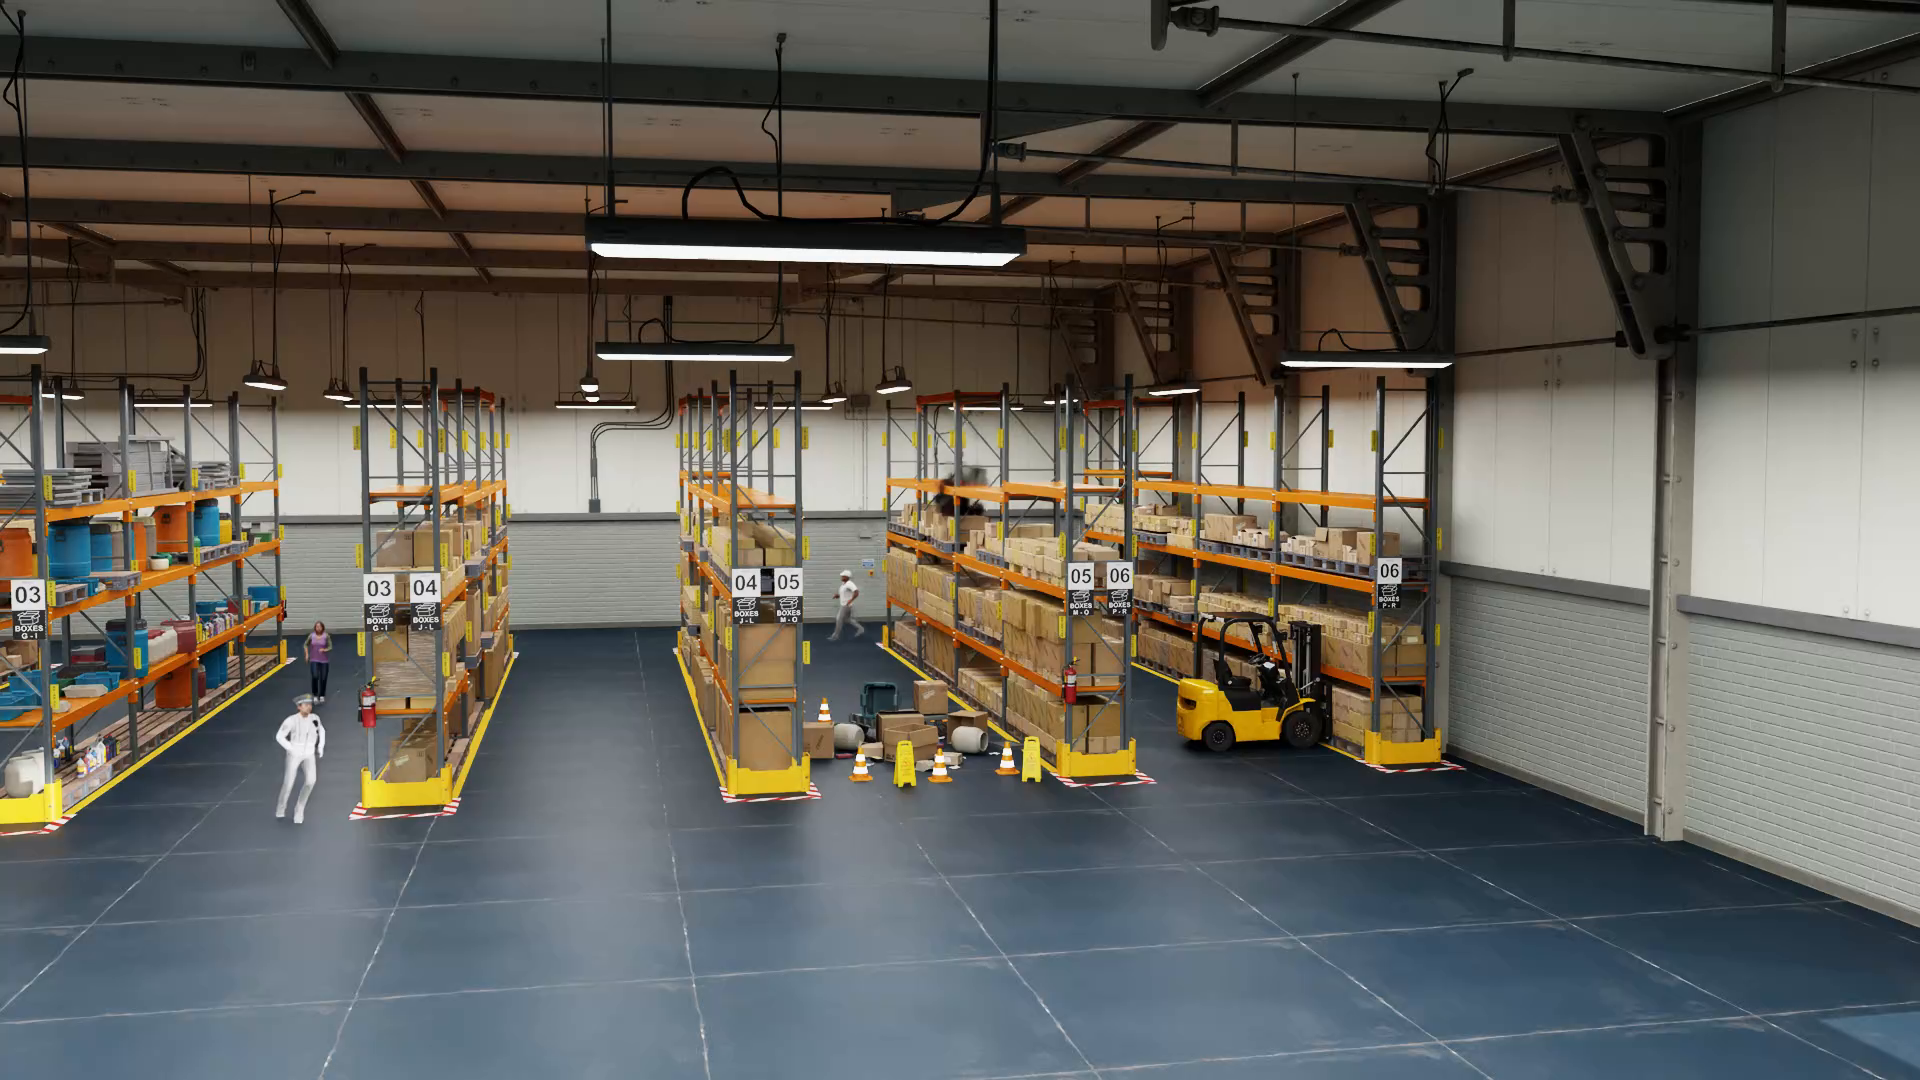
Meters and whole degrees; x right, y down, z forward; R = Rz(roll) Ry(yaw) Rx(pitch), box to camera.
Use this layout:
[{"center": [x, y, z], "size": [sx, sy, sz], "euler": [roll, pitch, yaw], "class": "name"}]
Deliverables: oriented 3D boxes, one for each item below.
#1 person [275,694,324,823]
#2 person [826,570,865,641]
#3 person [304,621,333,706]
[{"center": [-8.688, 2.873, 21.985], "size": [0.674, 1.689, 0.627], "euler": [-3, 4, -37], "class": "person"}, {"center": [-2.853, 1.639, 41.551], "size": [0.986, 1.768, 0.738], "euler": [-1, 3, -10], "class": "person"}, {"center": [-12.125, 2.330, 31.440], "size": [0.505, 1.597, 0.667], "euler": [-2, 4, -24], "class": "person"}]
